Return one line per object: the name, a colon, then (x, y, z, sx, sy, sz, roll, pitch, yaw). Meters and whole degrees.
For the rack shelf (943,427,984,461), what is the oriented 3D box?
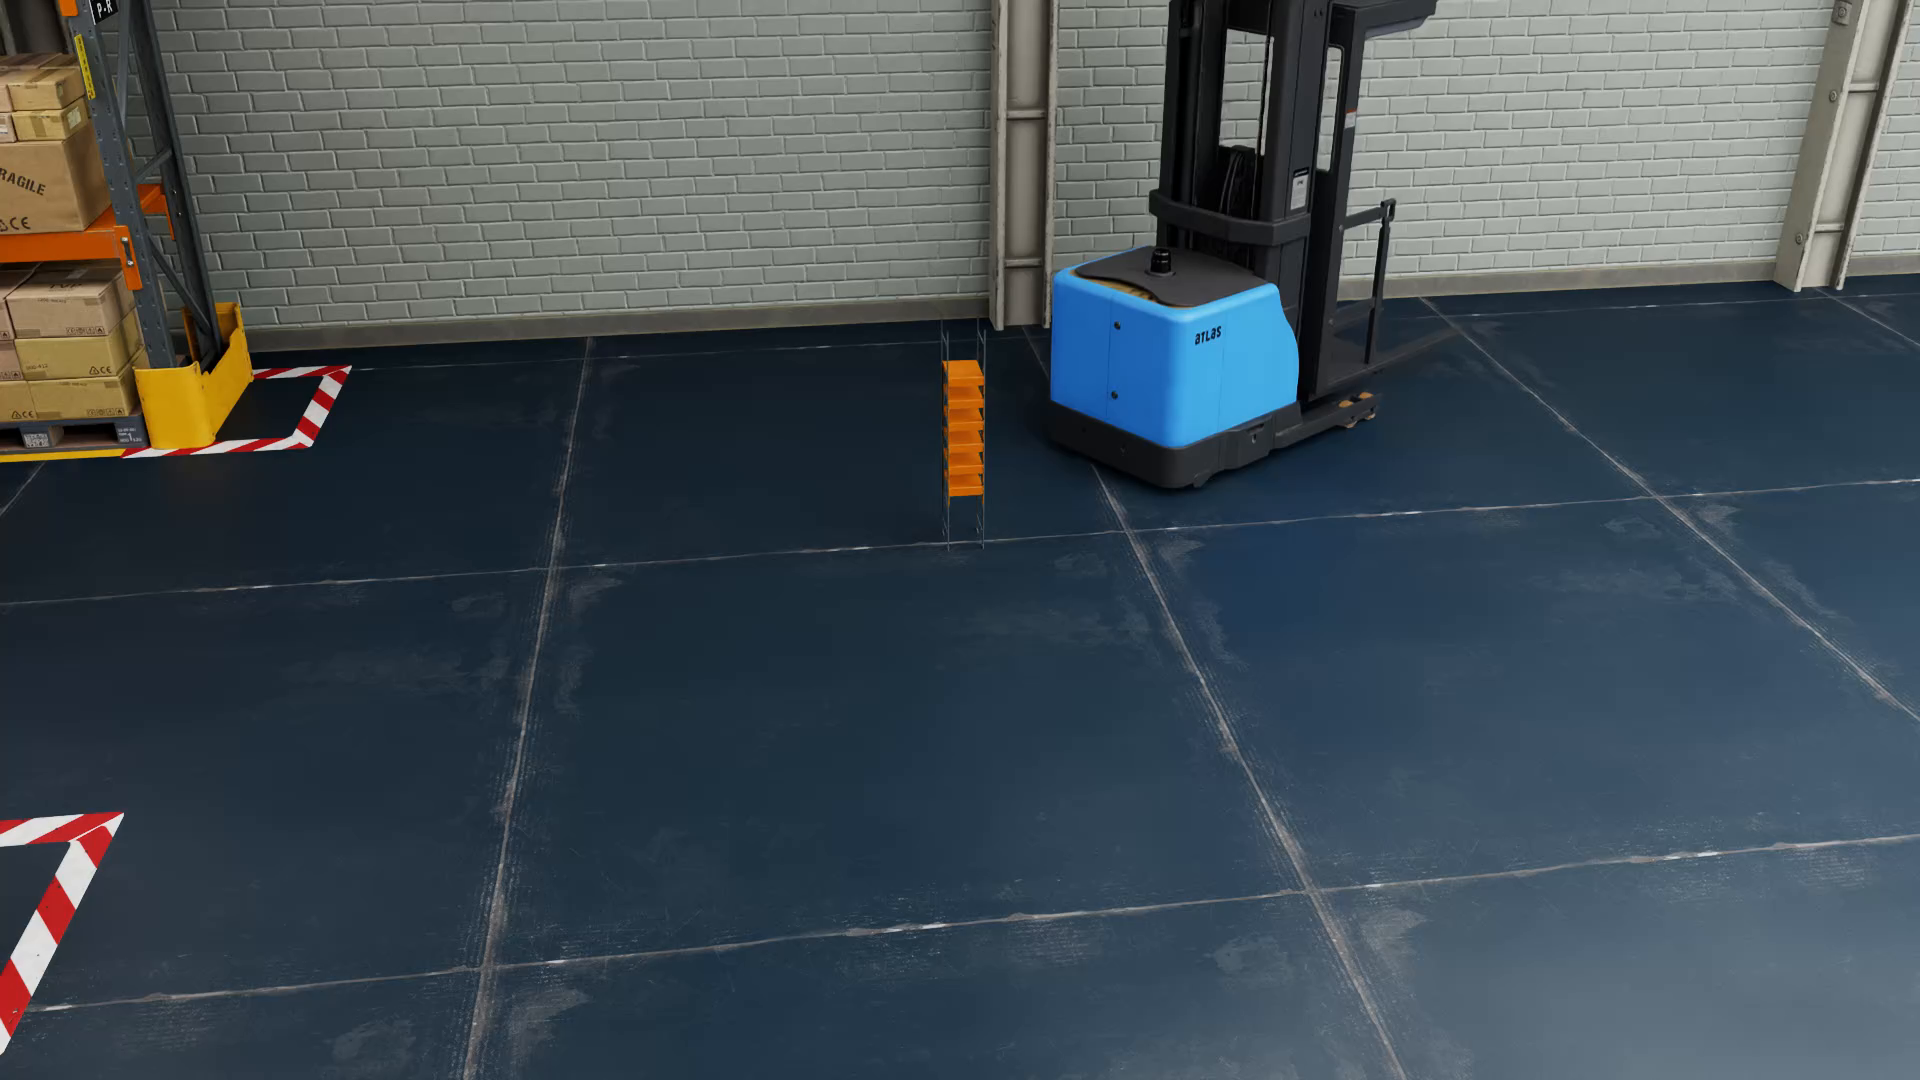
rack shelf: (0.014, -0.495, 8.498, 0.180, 0.103, 0.258, -4, 27, -7)

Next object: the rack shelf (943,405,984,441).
rack shelf: (0.014, -0.602, 8.443, 0.180, 0.103, 0.258, -4, 27, -7)

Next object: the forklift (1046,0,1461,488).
forklift: (1.946, -2.140, 9.710, 3.031, 2.935, 1.130, -22, 34, -36)

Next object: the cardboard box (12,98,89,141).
cardboard box: (-5.008, -2.319, 9.163, 0.250, 0.149, 0.380, -3, 27, -6)

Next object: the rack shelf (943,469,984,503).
rack shelf: (0.014, -0.282, 8.608, 0.180, 0.103, 0.258, -4, 27, -7)

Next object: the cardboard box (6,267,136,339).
cardboard box: (-5.117, -1.372, 9.595, 0.500, 0.250, 0.500, -3, 27, -5)

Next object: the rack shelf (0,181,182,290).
rack shelf: (-6.685, -1.687, 9.540, 4.000, 0.370, 1.077, -4, 27, -7)

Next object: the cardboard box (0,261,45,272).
cardboard box: (-5.701, -1.564, 9.969, 0.500, 0.250, 0.500, -4, 27, -7)

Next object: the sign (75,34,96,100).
sign: (-4.642, -2.509, 8.825, 0.005, 0.325, 0.100, -4, 27, -7)

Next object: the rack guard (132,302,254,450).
rack guard: (-4.680, -1.024, 10.197, 0.348, 0.500, 1.175, -4, 27, -7)

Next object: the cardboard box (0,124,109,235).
cardboard box: (-5.155, -2.029, 9.308, 0.500, 0.500, 0.500, -4, 27, -8)

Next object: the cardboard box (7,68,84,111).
cardboard box: (-5.029, -2.482, 9.155, 0.250, 0.149, 0.380, -4, 27, -7)

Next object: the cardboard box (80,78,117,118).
cardboard box: (-5.076, -2.563, 9.639, 0.250, 0.149, 0.380, -4, 27, -8)

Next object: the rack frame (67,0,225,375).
rack frame: (-4.704, -2.134, 9.624, 0.127, 3.000, 1.000, -4, 27, -7)

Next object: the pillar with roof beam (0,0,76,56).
pillar with roof beam: (-4.919, -3.220, 5.169, 0.400, 9.000, 9.100, -4, 27, -7)

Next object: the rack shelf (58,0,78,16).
rack shelf: (-6.685, -3.021, 8.855, 4.000, 0.370, 1.077, -4, 27, -7)

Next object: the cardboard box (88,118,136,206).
cardboard box: (-5.233, -2.273, 9.784, 0.500, 0.500, 0.500, -3, 27, -5)

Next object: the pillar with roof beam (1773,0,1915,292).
pillar with roof beam: (6.964, -3.984, 6.656, 0.400, 9.000, 9.100, -4, 27, -7)

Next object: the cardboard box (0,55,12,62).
cardboard box: (-5.590, -2.650, 9.483, 0.250, 0.149, 0.380, -3, 27, -6)

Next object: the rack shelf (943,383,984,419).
rack shelf: (0.014, -0.709, 8.389, 0.180, 0.103, 0.258, -4, 27, -7)

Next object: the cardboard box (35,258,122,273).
cardboard box: (-5.206, -1.598, 10.034, 0.500, 0.250, 0.500, -4, 27, -8)

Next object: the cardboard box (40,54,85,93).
cardboard box: (-5.066, -2.675, 9.531, 0.250, 0.149, 0.380, -4, 27, -8)

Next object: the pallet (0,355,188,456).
pallet: (-5.455, -0.826, 10.128, 1.213, 0.211, 1.003, -4, 27, -7)

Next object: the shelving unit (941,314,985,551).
shelving unit: (0.014, -0.535, 8.478, 0.189, 1.200, 0.258, -4, 27, -7)

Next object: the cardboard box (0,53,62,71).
cardboard box: (-5.338, -2.686, 9.554, 0.250, 0.149, 0.380, -3, 27, -5)

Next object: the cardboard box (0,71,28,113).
cardboard box: (-5.269, -2.452, 9.097, 0.250, 0.149, 0.380, -4, 27, -7)

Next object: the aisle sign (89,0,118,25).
aisle sign: (-4.598, -3.162, 8.780, 0.004, 0.787, 0.394, -4, 27, -7)

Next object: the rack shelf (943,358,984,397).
rack shelf: (0.014, -0.816, 8.334, 0.180, 0.103, 0.258, -4, 27, -7)

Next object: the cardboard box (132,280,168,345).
cardboard box: (-5.199, -1.384, 10.166, 0.500, 0.250, 0.500, -3, 27, -6)

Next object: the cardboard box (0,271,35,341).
cardboard box: (-5.621, -1.337, 9.527, 0.500, 0.250, 0.500, -3, 27, -6)

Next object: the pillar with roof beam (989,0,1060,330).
pillar with roof beam: (1.022, -3.602, 5.913, 0.400, 9.000, 9.100, -4, 27, -7)

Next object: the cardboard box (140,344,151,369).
cardboard box: (-5.218, -1.155, 10.267, 0.500, 0.250, 0.500, -4, 27, -7)

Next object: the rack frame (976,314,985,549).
rack frame: (0.105, -0.541, 8.489, 0.006, 1.200, 0.240, -4, 27, -7)

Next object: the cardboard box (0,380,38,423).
cardboard box: (-5.619, -0.898, 9.766, 0.500, 0.250, 0.500, -4, 27, -7)

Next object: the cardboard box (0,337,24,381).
cardboard box: (-5.641, -1.121, 9.653, 0.500, 0.250, 0.500, -4, 27, -8)

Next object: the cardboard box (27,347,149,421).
cardboard box: (-5.125, -0.925, 9.819, 0.500, 0.250, 0.500, -3, 27, -7)

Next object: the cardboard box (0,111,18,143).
cardboard box: (-5.257, -2.289, 9.105, 0.250, 0.149, 0.380, -3, 27, -6)

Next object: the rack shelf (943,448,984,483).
rack shelf: (0.014, -0.388, 8.553, 0.180, 0.103, 0.258, -4, 27, -7)

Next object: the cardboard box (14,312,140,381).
cardboard box: (-5.142, -1.148, 9.706, 0.500, 0.250, 0.500, -4, 27, -8)

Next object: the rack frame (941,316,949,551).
rack frame: (-0.076, -0.529, 8.467, 0.006, 1.200, 0.240, -4, 27, -7)
